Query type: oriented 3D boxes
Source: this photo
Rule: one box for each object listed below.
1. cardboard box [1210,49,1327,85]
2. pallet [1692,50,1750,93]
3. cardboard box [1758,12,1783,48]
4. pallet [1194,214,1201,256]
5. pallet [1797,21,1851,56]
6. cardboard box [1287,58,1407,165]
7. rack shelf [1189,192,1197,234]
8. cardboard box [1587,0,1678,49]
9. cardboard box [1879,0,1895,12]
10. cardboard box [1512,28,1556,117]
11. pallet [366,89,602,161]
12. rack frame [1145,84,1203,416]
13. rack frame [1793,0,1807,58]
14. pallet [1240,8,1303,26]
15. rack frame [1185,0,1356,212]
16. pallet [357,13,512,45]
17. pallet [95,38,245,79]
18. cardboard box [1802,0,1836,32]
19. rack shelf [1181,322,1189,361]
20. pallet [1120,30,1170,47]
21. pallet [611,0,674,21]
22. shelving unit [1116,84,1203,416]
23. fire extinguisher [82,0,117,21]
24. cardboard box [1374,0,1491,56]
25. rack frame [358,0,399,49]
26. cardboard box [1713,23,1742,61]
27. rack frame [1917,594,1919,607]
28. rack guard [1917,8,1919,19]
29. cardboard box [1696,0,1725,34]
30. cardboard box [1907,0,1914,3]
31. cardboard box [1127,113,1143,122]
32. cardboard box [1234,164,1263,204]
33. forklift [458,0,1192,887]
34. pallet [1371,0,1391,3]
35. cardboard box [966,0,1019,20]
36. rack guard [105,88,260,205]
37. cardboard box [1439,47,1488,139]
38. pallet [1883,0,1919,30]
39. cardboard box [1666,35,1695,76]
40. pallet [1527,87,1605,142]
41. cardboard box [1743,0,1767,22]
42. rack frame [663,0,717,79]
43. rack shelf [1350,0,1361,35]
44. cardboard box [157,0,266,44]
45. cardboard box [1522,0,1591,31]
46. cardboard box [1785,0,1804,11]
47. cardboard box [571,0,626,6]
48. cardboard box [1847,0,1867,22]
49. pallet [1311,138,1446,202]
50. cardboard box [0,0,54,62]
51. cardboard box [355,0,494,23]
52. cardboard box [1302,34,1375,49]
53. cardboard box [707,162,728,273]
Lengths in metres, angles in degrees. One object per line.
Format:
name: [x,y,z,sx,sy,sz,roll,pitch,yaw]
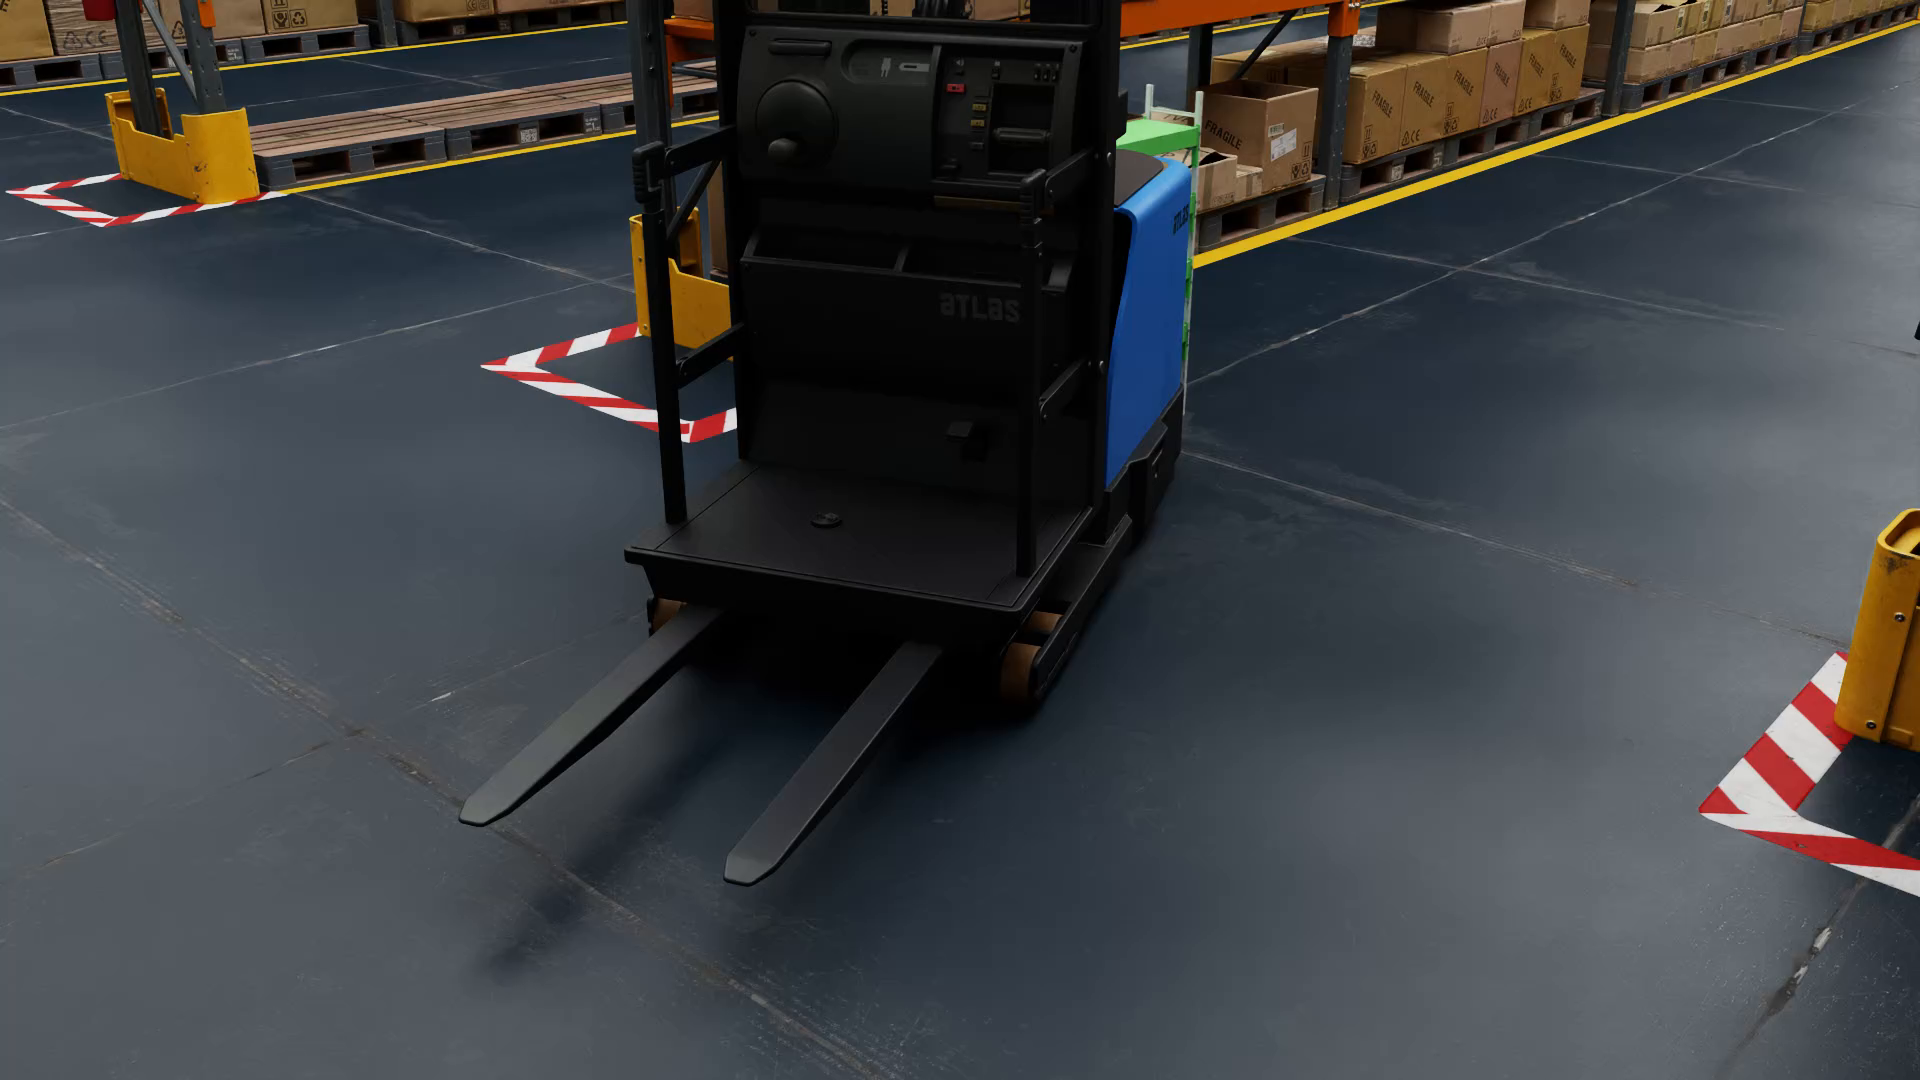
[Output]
cardboard box: [1.850,-2.658,10.030,0.500,0.500,0.500,20,31,37]
pallet: [5.797,-3.926,13.748,1.003,0.211,1.213,20,31,38]
cardboard box: [6.674,-4.385,14.210,0.500,0.250,0.500,20,31,37]
pallet: [0.461,-1.515,8.370,1.003,0.211,1.213,20,31,38]
pallet: [7.635,-4.765,15.620,1.003,0.211,1.213,20,31,38]
cardboard box: [2.239,-2.510,9.700,0.500,0.500,0.500,18,30,35]
rack shelf: [0.591,-1.139,5.893,0.258,0.148,0.480,21,32,39]
cardboard box: [4.972,-3.860,12.356,0.500,0.311,0.500,21,32,39]
cardboard box: [8.948,-5.410,16.497,0.500,0.250,0.500,20,31,38]
cardboard box: [3.609,-3.142,11.108,0.500,0.500,0.500,19,30,36]
pallet: [-3.228,-2.843,11.332,1.003,0.211,1.213,20,31,38]
rack frame: [0.759,-1.051,6.127,0.240,1.200,0.015,21,32,39]
rack frame: [7.073,-5.807,14.535,1.000,3.000,0.127,20,31,38]
pallet: [2.892,-5.638,17.567,1.003,0.211,1.213,20,31,38]
rack frame: [1.734,-3.370,9.099,1.000,3.000,0.127,20,31,38]
pallet: [-5.182,-5.059,16.275,1.003,0.211,1.213,20,31,38]
pallet: [-7.020,-4.219,14.403,1.003,0.211,1.213,20,31,38]
cardboard box: [7.609,-4.802,15.142,0.500,0.250,0.500,20,31,38]
rack shelf: [0.591,-0.701,6.090,0.258,0.148,0.480,21,32,39]
pallet: [1.264,-4.895,15.909,1.003,0.211,1.213,20,31,38]
pallet: [-3.553,-5.802,17.933,1.003,0.211,1.213,20,31,38]
shelving unit: [0.591,-0.978,5.965,0.258,1.200,0.503,21,32,39]
fire extinguisher: [-5.061,-3.377,9.666,0.296,0.674,0.183,20,31,38]
cardboard box: [2.906,-3.157,10.226,0.500,0.250,0.500,20,31,38]
rack frame: [-5.640,-6.076,15.134,1.000,3.000,0.127,20,31,38]
cardboard box: [5.992,-4.074,13.518,0.500,0.250,0.500,21,32,39]
rack frame: [2.756,-0.799,3.366,1.000,3.000,0.127,20,31,38]
rack guard: [9.759,-5.892,17.781,1.175,0.500,0.348,20,31,38]
cardboard box: [5.659,-4.178,13.063,0.500,0.311,0.500,19,30,36]
cardboard box: [9.605,-5.718,17.185,0.500,0.250,0.500,20,31,38]
cardboard box: [0.484,-1.857,8.240,0.797,0.503,0.637,20,31,38]
cardboard box: [1.360,-1.888,8.741,0.380,0.149,0.250,20,31,38]
forklift: [-0.211,-1.095,4.111,1.130,2.935,3.031,8,25,18]
pallet: [4.681,-6.455,19.388,1.003,0.211,1.213,20,31,38]
cardboard box: [-0.102,-2.418,6.855,0.500,0.500,0.500,20,31,37]
rack guard: [-4.628,-2.353,9.887,1.175,0.500,0.348,20,31,38]
cardboard box: [2.925,-2.826,10.405,0.500,0.500,0.500,21,31,38]
pallet: [9.264,-5.509,17.278,1.003,0.211,1.213,20,31,38]
cardboard box: [5.307,-3.758,12.813,0.500,0.250,0.500,19,30,36]
pallet: [3.877,-3.099,11.903,1.003,0.211,1.213,20,31,38]
cardboard box: [6.339,-4.486,13.752,0.500,0.311,0.500,20,31,37]
rack frame: [-1.952,-4.723,12.118,1.000,3.000,0.127,20,31,38]
rack shelf: [3.069,-3.651,10.605,1.077,0.370,4.000,20,31,38]
cardboard box: [-6.741,-4.844,14.472,0.875,0.875,0.875,20,31,38]
cardboard box: [3.920,-3.623,11.265,0.500,0.250,0.500,22,32,39]
cardboard box: [7.017,-4.798,14.447,0.500,0.311,0.500,20,31,38]
cardboard box: [-4.048,-6.042,17.144,1.225,0.875,0.875,20,31,38]
cardboard box: [8.284,-5.104,15.815,0.500,0.250,0.500,20,31,38]
pallet: [2.249,-2.355,10.245,1.003,0.211,1.213,20,31,38]
cardboard box: [-7.942,-4.296,13.248,0.875,0.875,0.875,20,31,38]
cardboard box: [-5.228,-5.498,15.930,1.225,0.875,0.875,20,31,38]
cardboard box: [2.521,-2.959,10.701,0.500,0.500,0.500,21,31,38]
cardboard box: [-0.756,-1.444,7.322,0.500,0.500,0.500,20,31,38]
